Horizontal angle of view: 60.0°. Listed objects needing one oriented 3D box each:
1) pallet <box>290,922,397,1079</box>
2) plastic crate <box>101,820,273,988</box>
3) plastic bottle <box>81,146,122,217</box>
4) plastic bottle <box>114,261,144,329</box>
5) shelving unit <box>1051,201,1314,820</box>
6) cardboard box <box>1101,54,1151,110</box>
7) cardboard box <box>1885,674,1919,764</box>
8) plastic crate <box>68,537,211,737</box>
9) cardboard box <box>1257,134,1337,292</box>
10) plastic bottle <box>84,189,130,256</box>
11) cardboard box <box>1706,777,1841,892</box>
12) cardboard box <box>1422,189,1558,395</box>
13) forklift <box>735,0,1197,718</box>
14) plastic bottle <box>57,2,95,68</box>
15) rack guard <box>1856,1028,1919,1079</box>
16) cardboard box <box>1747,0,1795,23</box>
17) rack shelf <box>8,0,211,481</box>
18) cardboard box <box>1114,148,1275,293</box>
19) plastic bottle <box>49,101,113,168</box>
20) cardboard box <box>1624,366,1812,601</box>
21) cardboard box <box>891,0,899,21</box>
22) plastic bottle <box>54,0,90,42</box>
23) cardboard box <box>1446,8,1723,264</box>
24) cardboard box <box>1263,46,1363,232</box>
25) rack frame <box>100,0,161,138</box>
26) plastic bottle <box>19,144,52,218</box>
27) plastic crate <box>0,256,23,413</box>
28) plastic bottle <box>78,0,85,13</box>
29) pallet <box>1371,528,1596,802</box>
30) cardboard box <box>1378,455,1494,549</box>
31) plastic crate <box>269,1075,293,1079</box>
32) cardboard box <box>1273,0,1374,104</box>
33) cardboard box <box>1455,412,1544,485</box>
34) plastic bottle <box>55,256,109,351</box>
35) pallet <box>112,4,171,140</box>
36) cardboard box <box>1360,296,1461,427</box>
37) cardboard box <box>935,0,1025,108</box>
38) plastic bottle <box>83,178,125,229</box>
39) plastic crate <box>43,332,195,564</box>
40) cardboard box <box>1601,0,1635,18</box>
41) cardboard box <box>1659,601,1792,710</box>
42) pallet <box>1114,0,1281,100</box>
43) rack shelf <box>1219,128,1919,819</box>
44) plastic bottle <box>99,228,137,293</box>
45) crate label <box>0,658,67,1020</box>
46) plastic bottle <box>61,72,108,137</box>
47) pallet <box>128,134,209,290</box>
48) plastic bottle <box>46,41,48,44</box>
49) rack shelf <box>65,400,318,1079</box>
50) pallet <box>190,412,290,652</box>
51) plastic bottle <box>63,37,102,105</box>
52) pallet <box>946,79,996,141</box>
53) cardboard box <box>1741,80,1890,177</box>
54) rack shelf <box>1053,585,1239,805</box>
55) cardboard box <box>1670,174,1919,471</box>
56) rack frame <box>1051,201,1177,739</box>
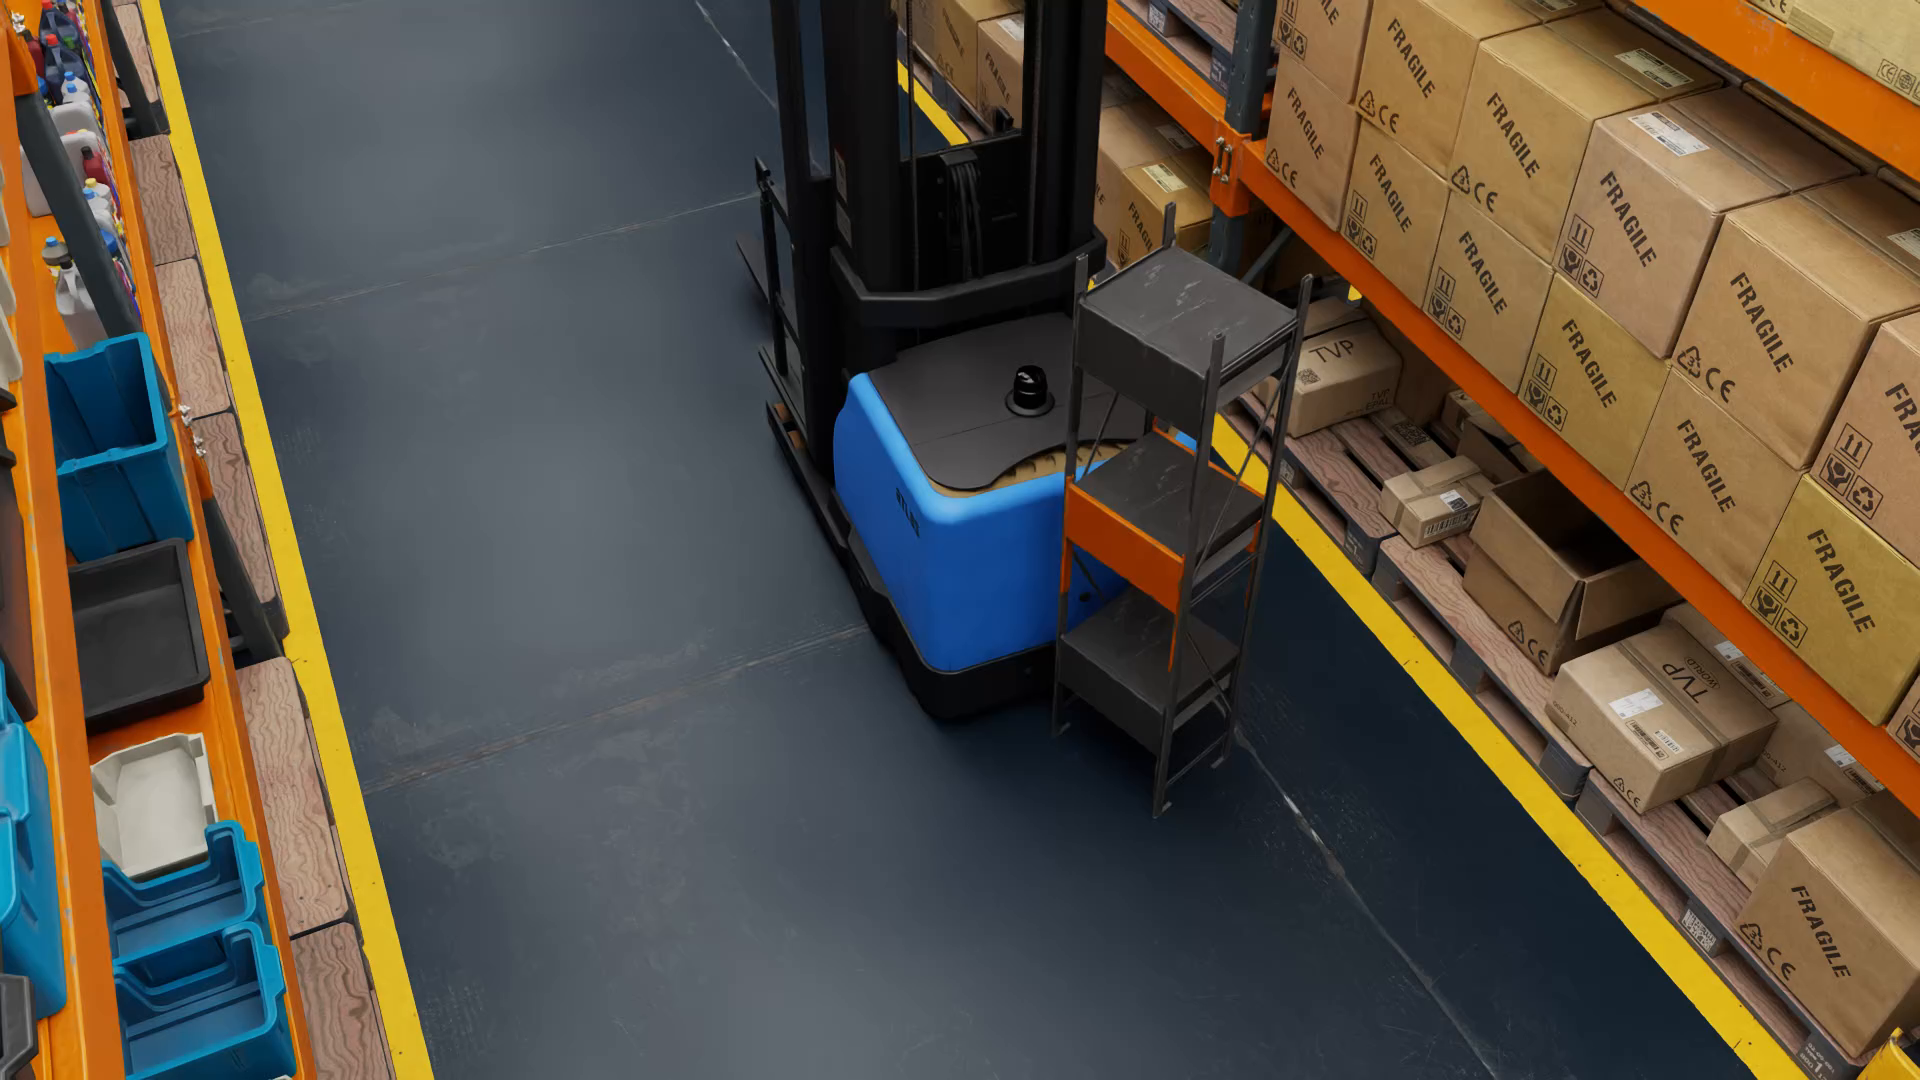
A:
[{"bbox_3d":[-2.119,1.800,4.776,1.003,0.211,1.213,-18,47,-17],"label":"pallet"},{"bbox_3d":[-1.783,0.874,3.805,0.416,0.233,0.300,-18,47,-17],"label":"plastic crate"},{"bbox_3d":[-3.121,-1.313,6.028,0.061,0.283,0.133,-18,47,-17],"label":"plastic bottle"},{"bbox_3d":[-2.804,-0.832,5.540,0.061,0.283,0.133,-18,47,-17],"label":"plastic bottle"},{"bbox_3d":[0.641,0.002,5.250,0.431,2.100,0.503,-34,54,-29],"label":"shelving unit"},{"bbox_3d":[0.637,-2.023,8.131,0.500,0.500,0.500,-17,47,-17],"label":"cardboard box"},{"bbox_3d":[2.762,0.419,4.118,0.500,0.500,0.500,-17,47,-16],"label":"cardboard box"},{"bbox_3d":[-2.266,0.282,4.482,0.437,0.125,0.590,-18,47,-17],"label":"plastic crate"},{"bbox_3d":[1.533,-1.536,7.638,0.500,0.500,0.500,-20,48,-19],"label":"cardboard box"},{"bbox_3d":[-3.007,-1.105,5.826,0.097,0.271,0.097,0,45,0],"label":"plastic bottle"},{"bbox_3d":[2.657,0.954,5.352,0.380,0.166,0.250,-18,47,-17],"label":"cardboard box"},{"bbox_3d":[1.909,-0.874,5.429,0.500,0.500,0.500,-18,47,-18],"label":"cardboard box"},{"bbox_3d":[-0.184,-1.452,6.135,1.130,2.935,3.031,-16,47,-16],"label":"forklift"},{"bbox_3d":[-3.624,-2.076,6.801,0.061,0.283,0.133,-18,47,-17],"label":"plastic bottle"},{"bbox_3d":[3.165,1.501,4.872,1.175,0.500,0.348,-18,47,-17],"label":"rack guard"},{"bbox_3d":[2.124,-1.564,4.170,0.500,0.250,0.500,-18,47,-17],"label":"cardboard box"},{"bbox_3d":[-3.821,-1.447,6.593,1.077,0.370,4.000,-18,47,-17],"label":"rack shelf"},{"bbox_3d":[1.048,-1.386,7.485,0.500,0.500,0.500,-18,47,-18],"label":"cardboard box"},{"bbox_3d":[-3.316,-1.530,6.253,0.152,0.276,0.135,-18,47,-17],"label":"plastic bottle"},{"bbox_3d":[2.336,-0.230,4.776,0.500,0.500,0.500,-18,47,-17],"label":"cardboard box"},{"bbox_3d":[-0.234,-3.330,9.456,0.500,0.500,0.500,-16,47,-16],"label":"cardboard box"},{"bbox_3d":[-3.730,-2.177,6.962,0.097,0.201,0.097,0,45,0],"label":"plastic bottle"},{"bbox_3d":[1.891,-1.241,5.089,0.500,0.500,0.500,-19,48,-19],"label":"cardboard box"},{"bbox_3d":[1.483,-1.519,6.083,0.500,0.500,0.500,-17,47,-16],"label":"cardboard box"},{"bbox_3d":[-4.662,-2.978,7.632,1.000,3.000,0.127,-18,47,-17],"label":"rack frame"},{"bbox_3d":[-3.357,-1.337,6.058,0.152,0.276,0.135,-18,47,-17],"label":"plastic bottle"},{"bbox_3d":[-1.950,-0.409,2.977,0.437,0.282,0.530,-18,47,-17],"label":"plastic crate"},{"bbox_3d":[-3.853,-2.363,7.151,0.097,0.201,0.097,0,45,0],"label":"plastic bottle"},{"bbox_3d":[2.320,0.320,6.275,1.003,0.211,1.213,-18,47,-17],"label":"pallet"},{"bbox_3d":[1.868,-0.157,6.478,0.380,0.166,0.250,-18,47,-17],"label":"cardboard box"},{"bbox_3d":[-1.449,1.277,3.465,0.250,0.136,0.298,-18,47,-17],"label":"plastic crate"},{"bbox_3d":[1.458,-1.897,5.754,0.500,0.500,0.500,-17,47,-16],"label":"cardboard box"},{"bbox_3d":[2.328,-0.331,6.551,0.500,0.311,0.500,-18,47,-17],"label":"cardboard box"},{"bbox_3d":[-2.851,-0.757,5.416,0.144,0.351,0.185,-18,47,-17],"label":"plastic bottle"},{"bbox_3d":[-4.953,-2.490,9.123,1.003,0.211,1.213,-18,47,-17],"label":"pallet"},{"bbox_3d":[2.012,-0.877,6.969,0.500,0.500,0.500,-18,47,-17],"label":"cardboard box"},{"bbox_3d":[0.197,-2.677,8.794,0.500,0.500,0.500,-19,48,-18],"label":"cardboard box"},{"bbox_3d":[-3.089,-1.205,5.977,0.097,0.201,0.097,0,45,0],"label":"plastic bottle"},{"bbox_3d":[-2.475,-0.247,4.834,0.392,0.384,0.575,-18,47,-17],"label":"plastic crate"},{"bbox_3d":[2.181,-1.709,5.563,0.500,0.500,0.500,-19,48,-18],"label":"cardboard box"},{"bbox_3d":[2.806,0.415,5.839,0.500,0.250,0.500,-18,47,-17],"label":"cardboard box"},{"bbox_3d":[1.279,-2.362,7.145,1.003,0.211,1.213,-18,47,-17],"label":"pallet"},{"bbox_3d":[2.356,-0.358,5.490,1.077,0.370,4.000,-18,47,-17],"label":"rack shelf"},{"bbox_3d":[-2.910,-0.958,5.676,0.097,0.271,0.097,0,45,0],"label":"plastic bottle"},{"bbox_3d":[-1.393,0.422,2.157,0.408,0.251,0.502,-18,47,-17],"label":"crate label"},{"bbox_3d":[-3.381,-1.672,6.401,0.097,0.271,0.097,0,45,0],"label":"plastic bottle"},{"bbox_3d":[-4.293,-1.495,8.115,1.003,0.211,1.213,-18,47,-17],"label":"pallet"},{"bbox_3d":[-3.546,-1.855,6.578,0.061,0.283,0.133,-18,47,-17],"label":"plastic bottle"},{"bbox_3d":[-2.139,1.102,4.010,1.077,0.370,4.000,-18,47,-17],"label":"rack shelf"},{"bbox_3d":[-3.267,0.060,6.539,1.003,0.211,1.213,-18,47,-17],"label":"pallet"},{"bbox_3d":[-3.491,-1.873,6.596,0.061,0.283,0.133,-18,47,-17],"label":"plastic bottle"},{"bbox_3d":[0.622,-2.182,8.811,1.003,0.211,1.213,-18,47,-17],"label":"pallet"},{"bbox_3d":[2.603,-1.067,4.912,0.500,0.500,0.500,-18,48,-18],"label":"cardboard box"},{"bbox_3d":[0.646,0.507,5.754,0.431,0.518,0.480,-34,54,-29],"label":"rack shelf"},{"bbox_3d":[2.325,-0.585,4.424,0.500,0.500,0.500,-17,47,-16],"label":"cardboard box"},{"bbox_3d":[0.473,-0.122,5.376,0.400,2.100,0.015,-34,54,-29],"label":"rack frame"}]
